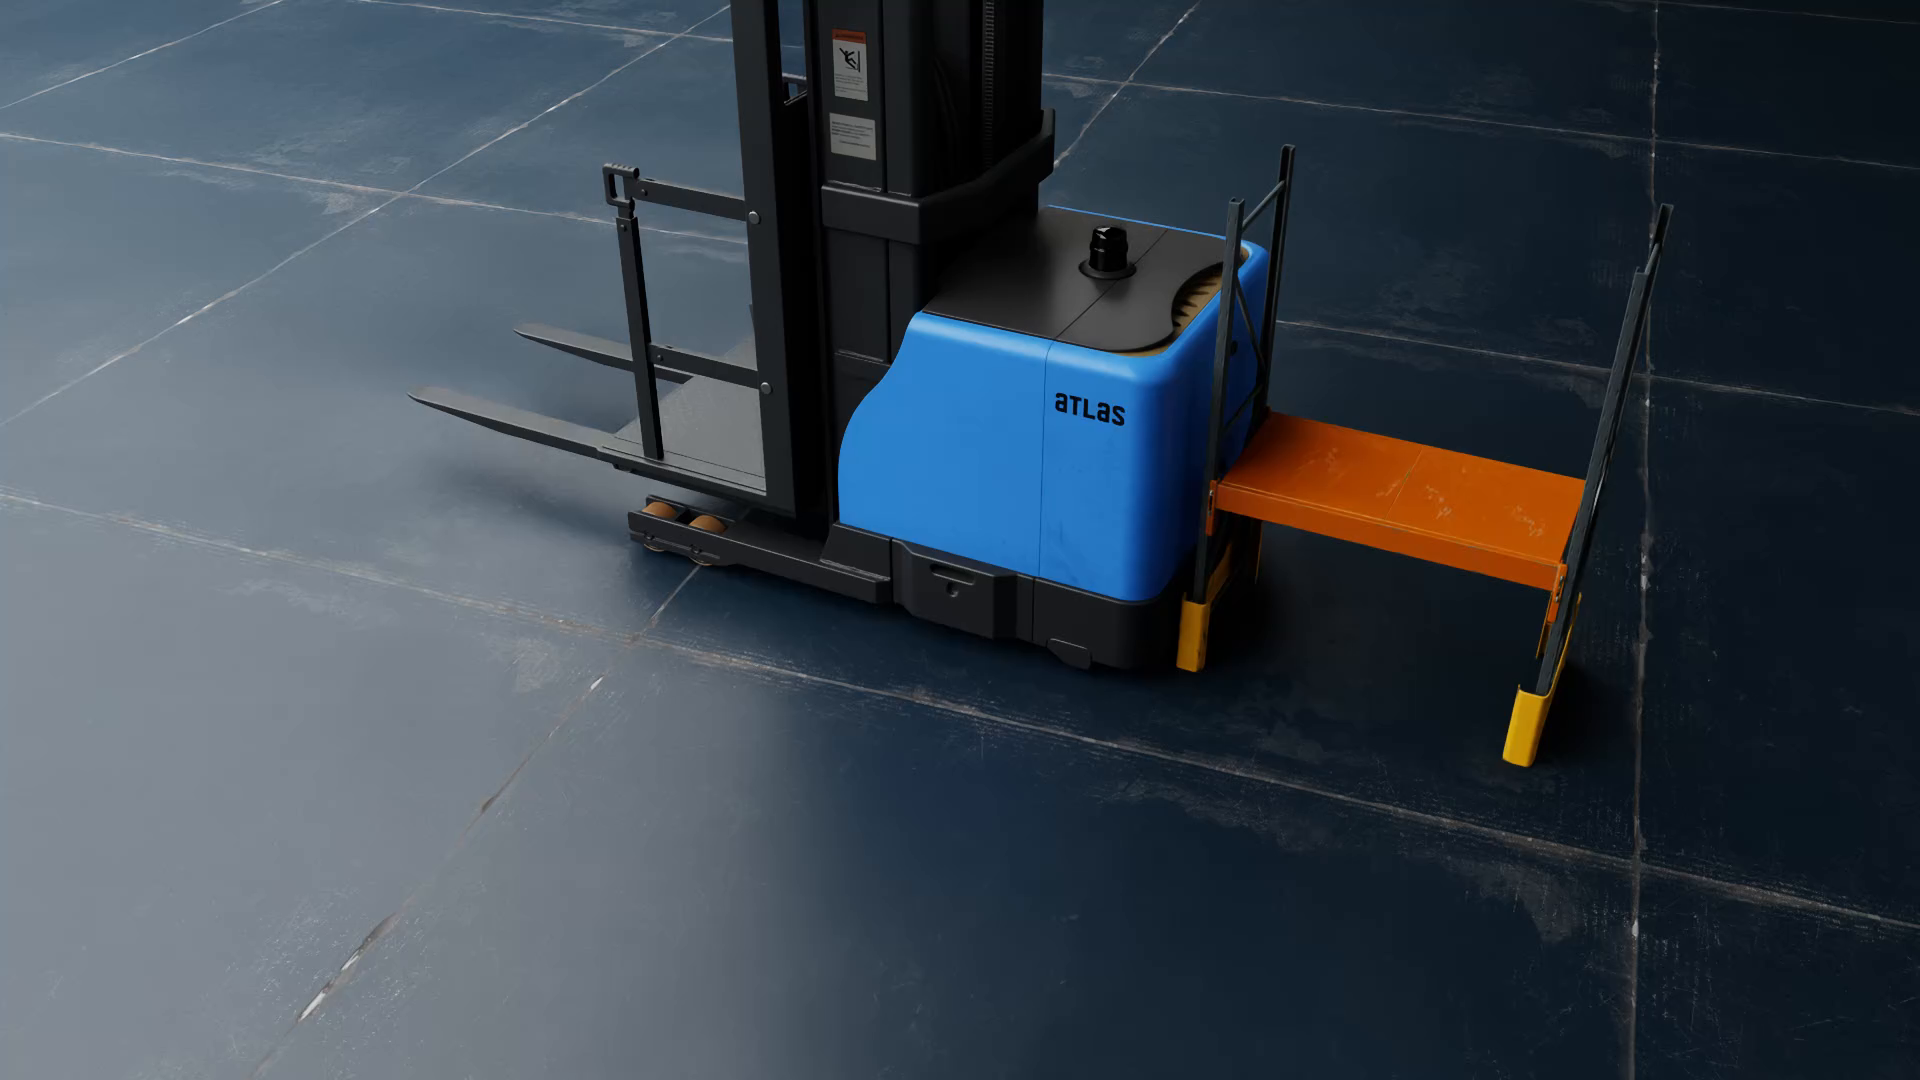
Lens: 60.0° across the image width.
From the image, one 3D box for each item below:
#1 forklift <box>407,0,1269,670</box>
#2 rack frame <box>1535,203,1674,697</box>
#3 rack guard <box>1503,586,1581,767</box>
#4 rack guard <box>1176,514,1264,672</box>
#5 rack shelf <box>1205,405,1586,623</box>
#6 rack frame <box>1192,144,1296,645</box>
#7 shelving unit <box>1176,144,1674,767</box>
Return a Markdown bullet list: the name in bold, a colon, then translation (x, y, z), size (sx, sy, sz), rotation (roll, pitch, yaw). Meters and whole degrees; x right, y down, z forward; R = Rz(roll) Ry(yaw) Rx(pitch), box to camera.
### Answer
- **forklift**: translation (-0.557, -1.383, 5.190), size (3.031, 2.935, 1.130), rotation (15, 36, 22)
- **rack frame**: translation (1.738, -0.126, 4.562), size (0.032, 1.500, 0.500), rotation (15, 36, 22)
- **rack guard**: translation (1.721, 0.395, 4.908), size (0.087, 0.250, 0.587), rotation (15, 36, 22)
- **rack guard**: translation (0.830, 0.154, 5.282), size (0.087, 0.250, 0.587), rotation (15, 36, 22)
- **rack shelf**: translation (1.283, -0.098, 4.850), size (1.000, 0.185, 0.538), rotation (15, 36, 22)
- **rack frame**: translation (0.828, -0.372, 4.943), size (0.032, 1.500, 0.500), rotation (15, 36, 22)
- **shelving unit**: translation (1.275, -0.251, 4.756), size (1.083, 1.500, 0.587), rotation (15, 36, 22)
